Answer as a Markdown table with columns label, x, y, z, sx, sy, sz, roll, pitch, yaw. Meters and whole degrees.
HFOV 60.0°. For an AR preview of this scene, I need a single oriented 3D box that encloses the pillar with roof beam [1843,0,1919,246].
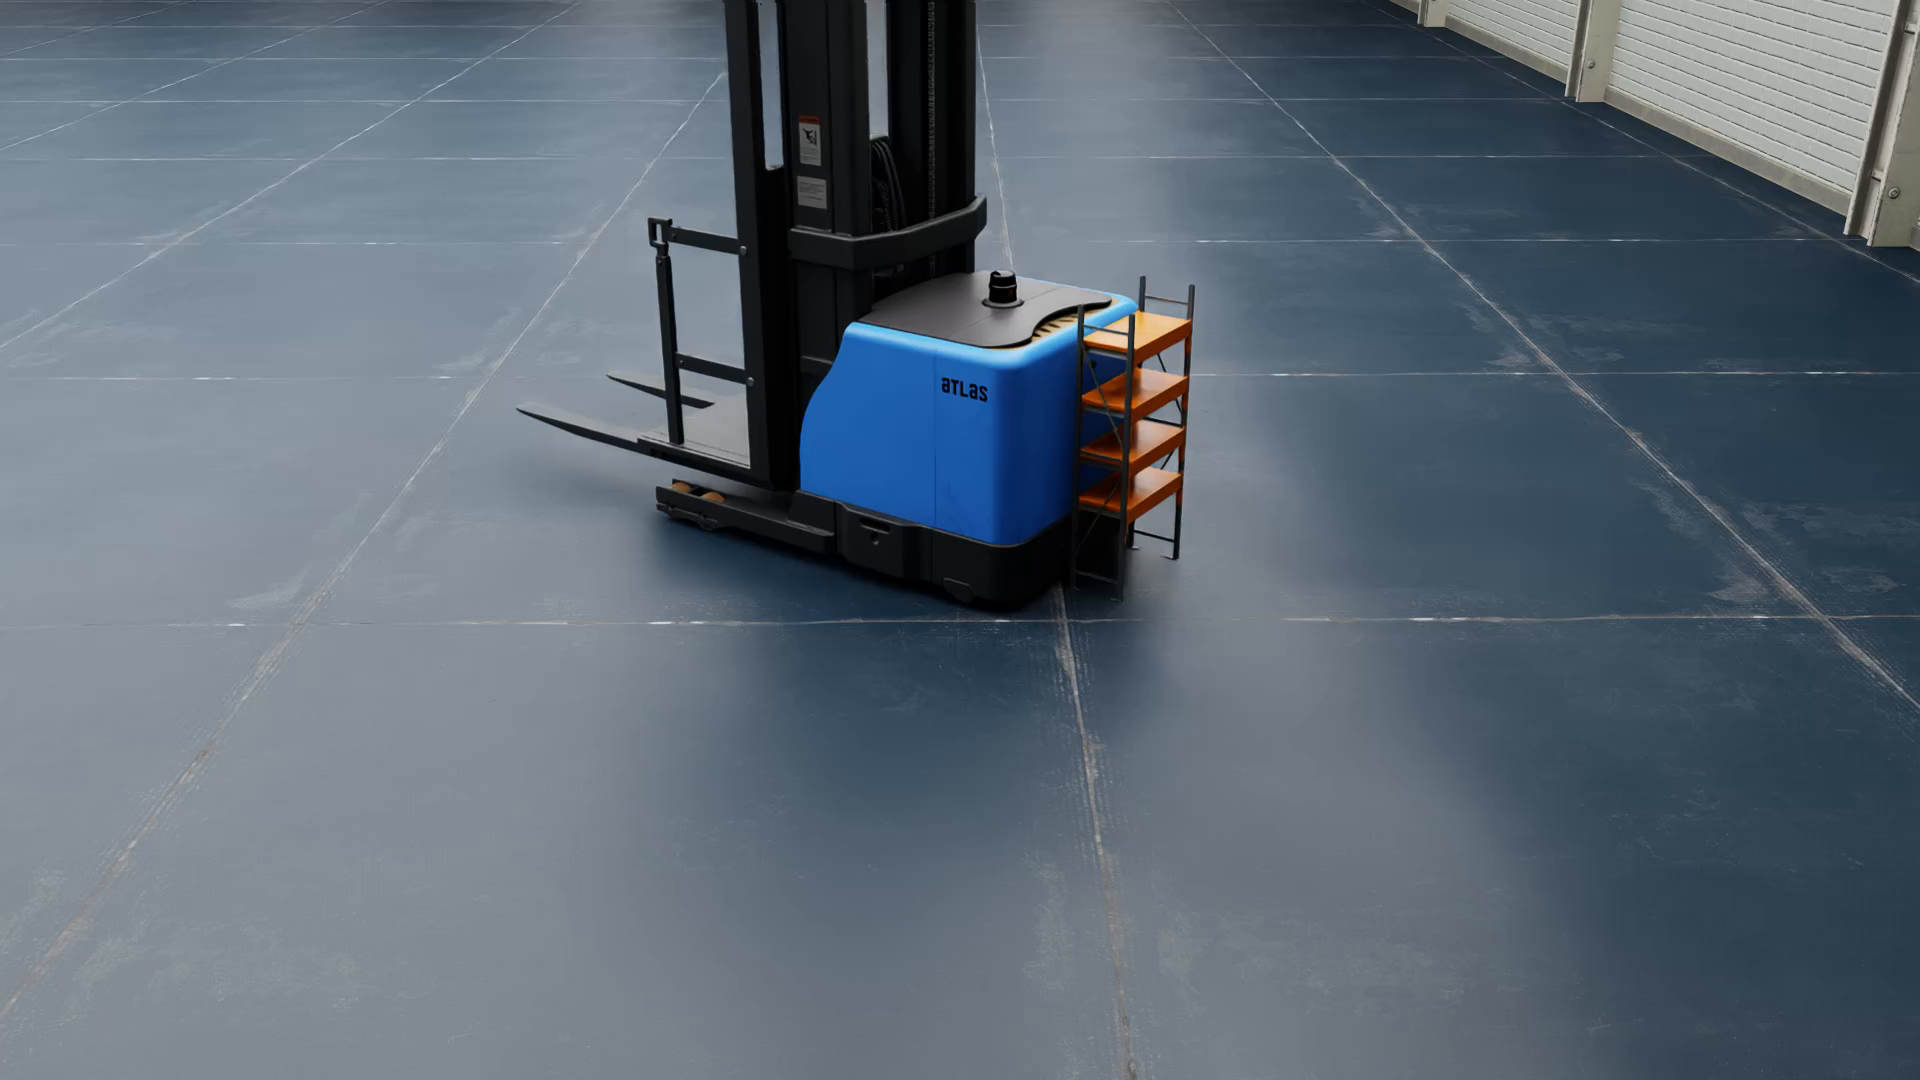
| label | x | y | z | sx | sy | sz | roll | pitch | yaw |
| --- | --- | --- | --- | --- | --- | --- | --- | --- | --- |
| pillar with roof beam | 2.360 | -6.264 | 10.180 | 9.100 | 9.000 | 0.400 | 0 | 24 | -1 |

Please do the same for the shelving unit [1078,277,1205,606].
| label | x | y | z | sx | sy | sz | roll | pitch | yaw |
| --- | --- | --- | --- | --- | --- | --- | --- | --- | --- |
| shelving unit | 0.723 | -0.395 | 6.668 | 0.258 | 1.200 | 0.503 | 16 | 29 | 31 |

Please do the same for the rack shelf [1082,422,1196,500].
| label | x | y | z | sx | sy | sz | roll | pitch | yaw |
| --- | --- | --- | --- | --- | --- | --- | --- | --- | --- |
| rack shelf | 0.723 | -0.334 | 6.696 | 0.258 | 0.148 | 0.480 | 16 | 29 | 31 |

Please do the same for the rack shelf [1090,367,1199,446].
| label | x | y | z | sx | sy | sz | roll | pitch | yaw |
| --- | --- | --- | --- | --- | --- | --- | --- | --- | --- |
| rack shelf | 0.723 | -0.538 | 6.604 | 0.258 | 0.148 | 0.480 | 16 | 29 | 31 |

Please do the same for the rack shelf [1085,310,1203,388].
| label | x | y | z | sx | sy | sz | roll | pitch | yaw |
| --- | --- | --- | --- | --- | --- | --- | --- | --- | --- |
| rack shelf | 0.723 | -0.754 | 6.506 | 0.258 | 0.148 | 0.480 | 16 | 29 | 31 |

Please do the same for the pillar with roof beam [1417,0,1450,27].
| label | x | y | z | sx | sy | sz | roll | pitch | yaw |
| --- | --- | --- | --- | --- | --- | --- | --- | --- | --- |
| pillar with roof beam | 2.229 | -11.209 | 21.113 | 9.100 | 9.000 | 0.400 | 0 | 24 | -1 |

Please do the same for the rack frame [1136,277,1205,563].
| label | x | y | z | sx | sy | sz | roll | pitch | yaw |
| --- | --- | --- | --- | --- | --- | --- | --- | --- | --- |
| rack frame | 0.860 | -0.479 | 6.852 | 0.240 | 1.200 | 0.015 | 16 | 29 | 31 |

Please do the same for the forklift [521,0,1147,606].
| label | x | y | z | sx | sy | sz | roll | pitch | yaw |
| --- | --- | --- | --- | --- | --- | --- | --- | --- | --- |
| forklift | -0.713 | -1.531 | 7.078 | 3.031 | 2.935 | 1.130 | 16 | 29 | 31 |

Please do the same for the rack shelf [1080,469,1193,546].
| label | x | y | z | sx | sy | sz | roll | pitch | yaw |
| --- | --- | --- | --- | --- | --- | --- | --- | --- | --- |
| rack shelf | 0.723 | -0.153 | 6.778 | 0.258 | 0.148 | 0.480 | 16 | 29 | 31 |

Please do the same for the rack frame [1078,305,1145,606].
| label | x | y | z | sx | sy | sz | roll | pitch | yaw |
| --- | --- | --- | --- | --- | --- | --- | --- | --- | --- |
| rack frame | 0.586 | -0.312 | 6.484 | 0.240 | 1.200 | 0.015 | 16 | 29 | 31 |

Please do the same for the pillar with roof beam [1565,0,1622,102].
| label | x | y | z | sx | sy | sz | roll | pitch | yaw |
| --- | --- | --- | --- | --- | --- | --- | --- | --- | --- |
| pillar with roof beam | 2.294 | -8.737 | 15.647 | 9.100 | 9.000 | 0.400 | 0 | 24 | -1 |
